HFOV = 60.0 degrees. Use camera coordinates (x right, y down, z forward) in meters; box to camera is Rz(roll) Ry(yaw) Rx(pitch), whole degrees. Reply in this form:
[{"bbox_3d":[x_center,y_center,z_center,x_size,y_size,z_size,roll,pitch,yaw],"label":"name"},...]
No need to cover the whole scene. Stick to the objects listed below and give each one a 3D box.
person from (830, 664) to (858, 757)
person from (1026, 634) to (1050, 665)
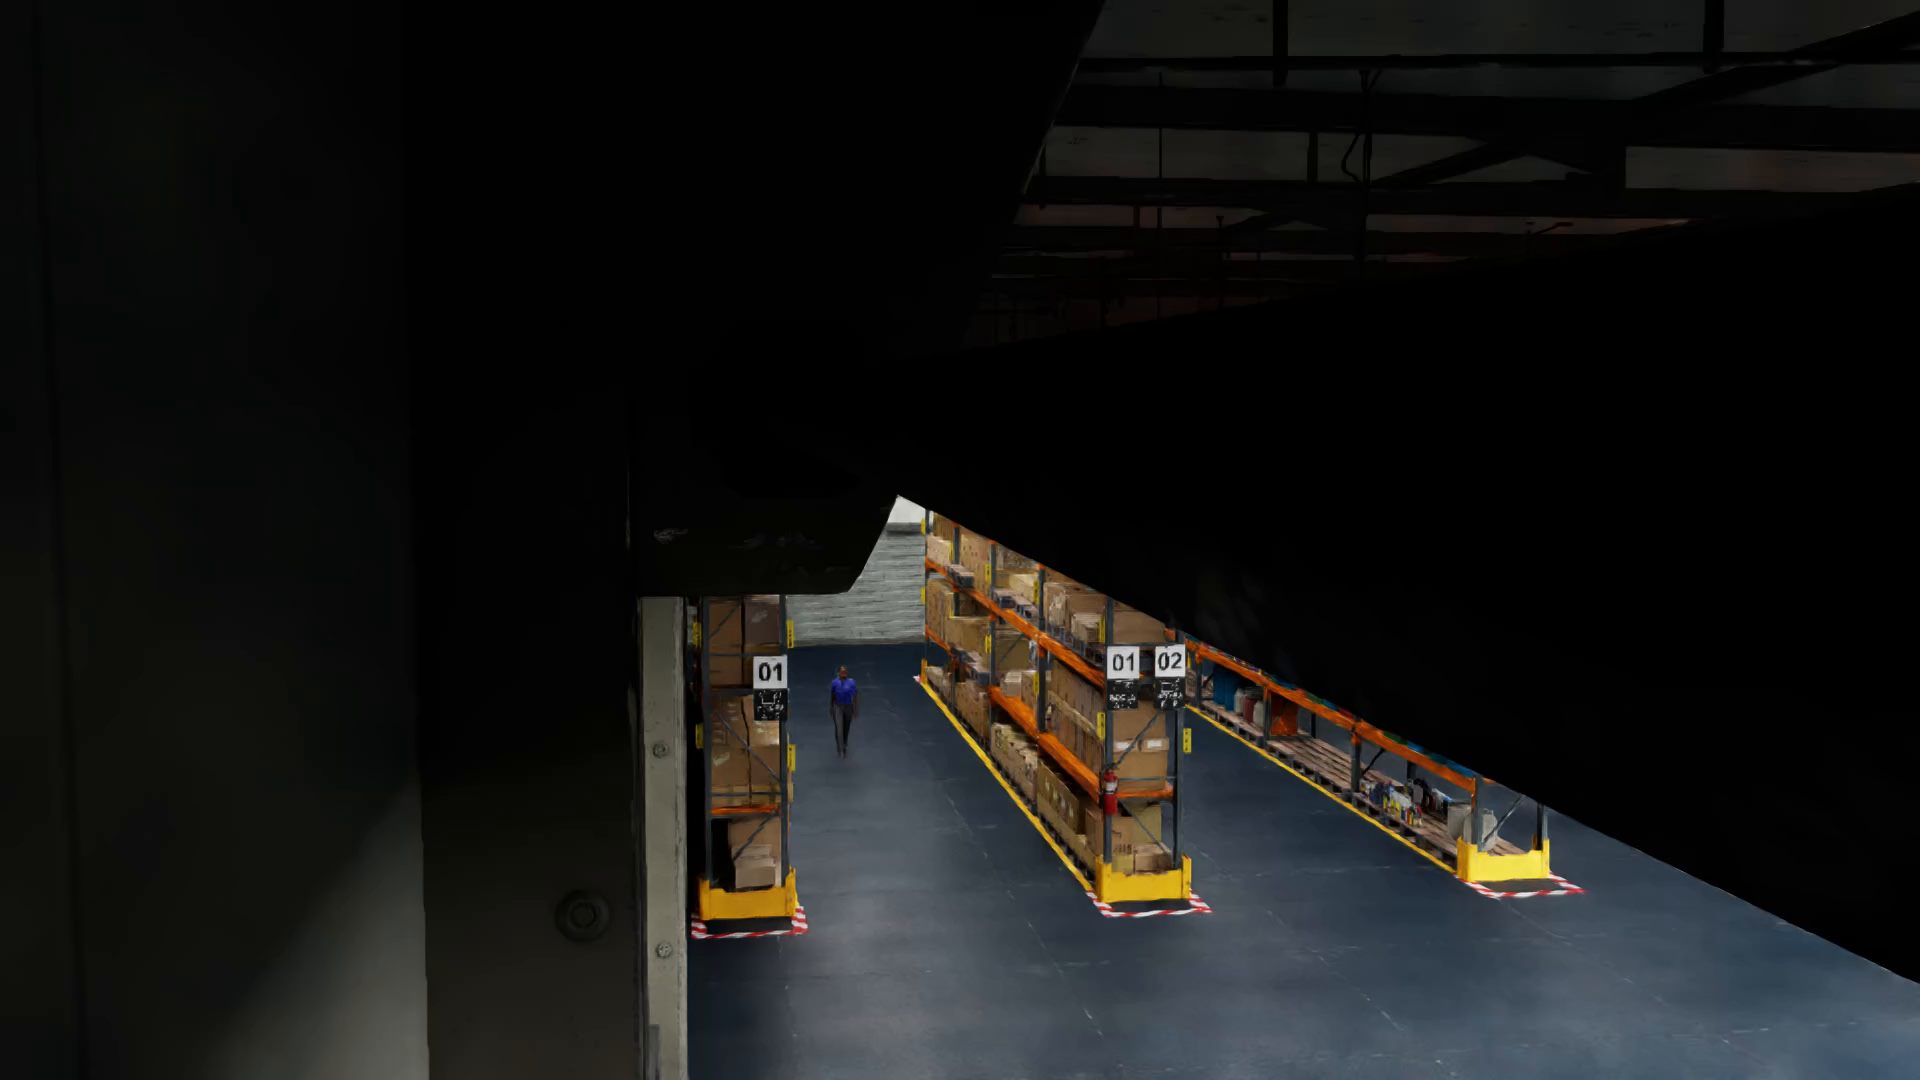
[{"bbox_3d":[-2.033,2.964,29.148,0.452,1.596,0.986,-1,5,-11],"label":"person"},{"bbox_3d":[1.761,2.270,36.429,0.702,1.735,0.549,-1,5,-11],"label":"person"}]
